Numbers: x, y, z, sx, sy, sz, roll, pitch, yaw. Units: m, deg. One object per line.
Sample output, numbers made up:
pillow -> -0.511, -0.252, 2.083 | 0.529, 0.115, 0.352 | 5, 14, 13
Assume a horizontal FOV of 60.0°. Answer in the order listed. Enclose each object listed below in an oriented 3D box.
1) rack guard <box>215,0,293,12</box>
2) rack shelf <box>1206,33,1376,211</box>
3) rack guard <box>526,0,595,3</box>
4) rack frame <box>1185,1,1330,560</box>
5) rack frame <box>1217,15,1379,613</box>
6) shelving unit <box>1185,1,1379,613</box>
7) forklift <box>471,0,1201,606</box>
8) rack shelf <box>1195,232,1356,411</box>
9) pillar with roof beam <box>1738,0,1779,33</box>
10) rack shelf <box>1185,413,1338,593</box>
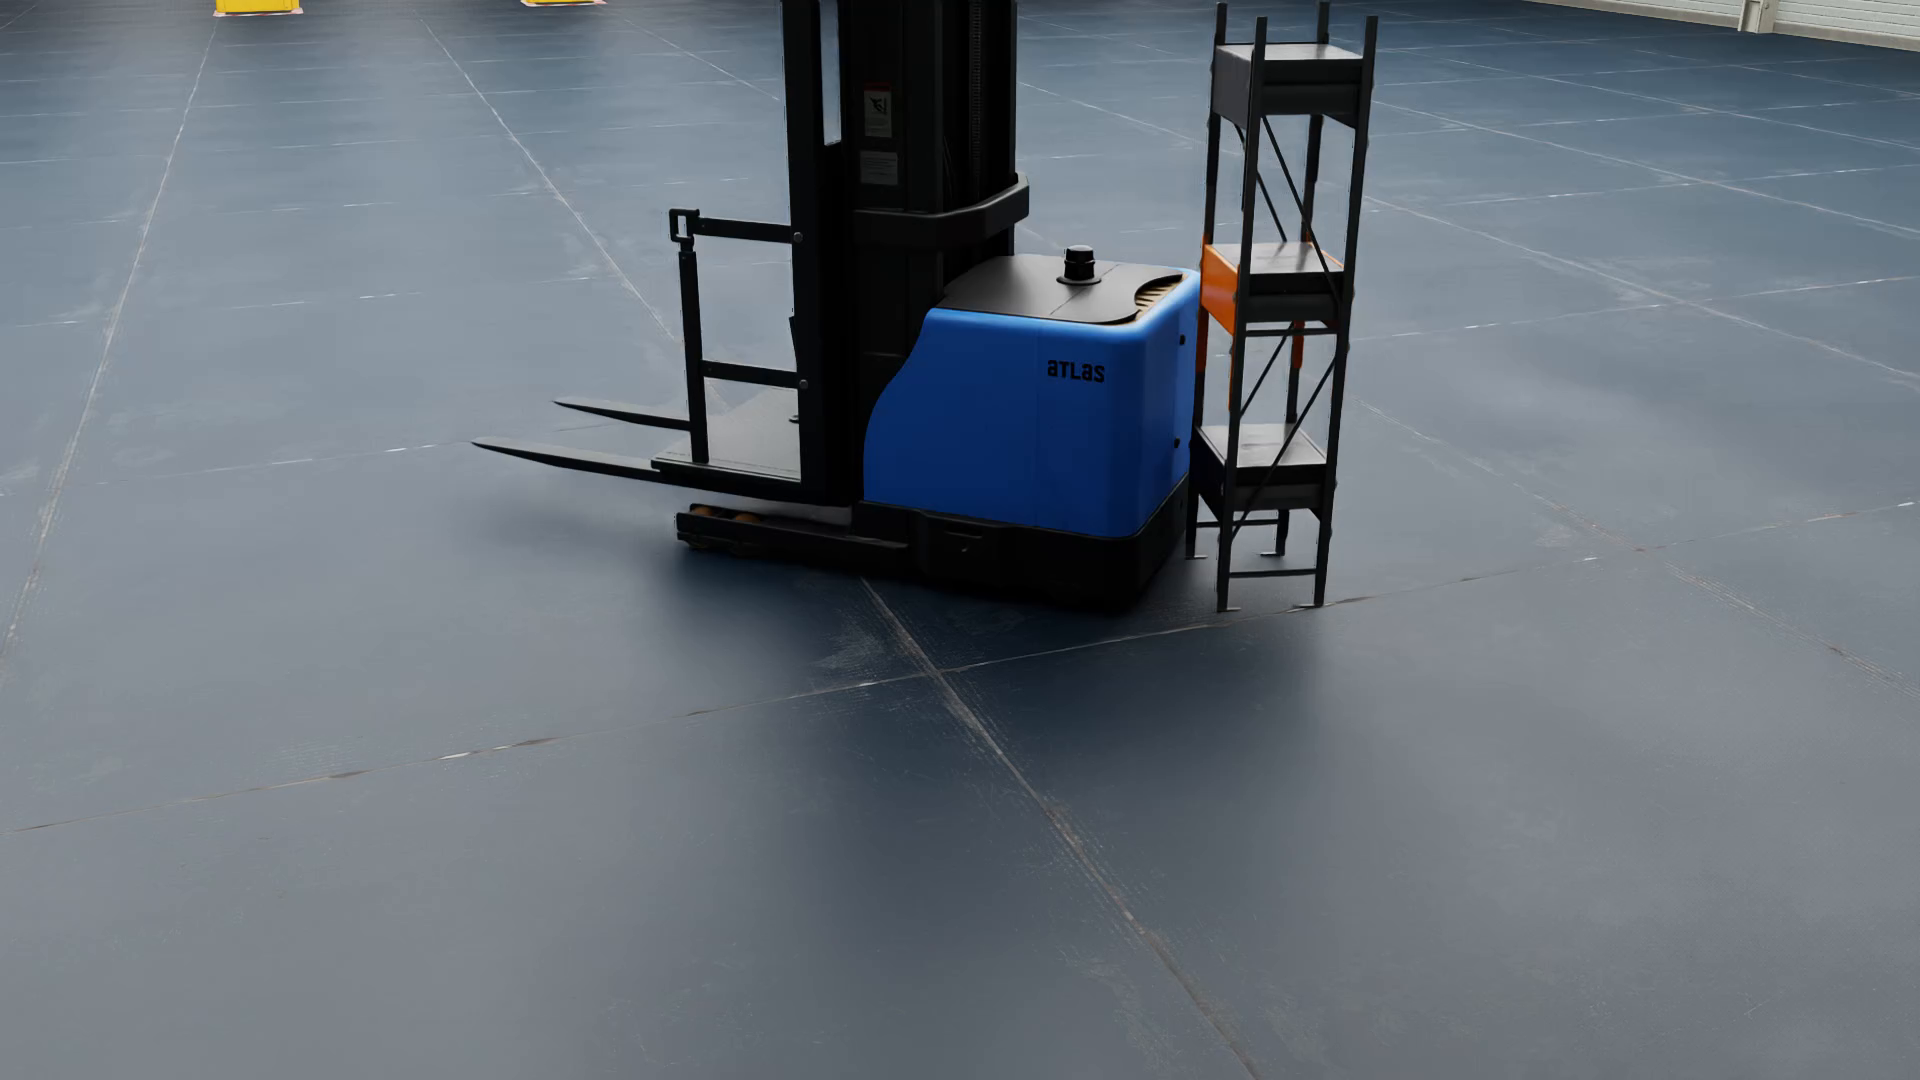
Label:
rack guard -> -11.699, -9.025, 27.520 | 1.175, 0.500, 0.348 | -8, 24, -19
rack shelf -> 1.117, -1.437, 5.690 | 0.431, 0.518, 0.480 | -3, 23, -6
rack guard -> -7.022, -9.712, 29.148 | 1.175, 0.500, 0.348 | -8, 24, -19
rack frame -> 1.088, -0.899, 6.180 | 0.400, 2.100, 0.015 | -3, 23, -6
rack frame -> 1.145, -0.711, 5.733 | 0.400, 2.100, 0.015 | -3, 23, -6
shelving unit -> 1.117, -0.805, 5.956 | 0.431, 2.100, 0.503 | -3, 23, -6
forklift -> -0.588, -1.464, 6.450 | 3.031, 2.935, 1.130 | 9, 25, 21
rack shelf -> 1.117, -0.792, 5.961 | 0.431, 0.518, 0.480 | -3, 23, -6
pillar with roof beam -> 7.728, -11.068, 21.424 | 9.100, 9.000, 0.400 | -8, 24, -19
rack shelf -> 1.117, -0.147, 6.233 | 0.431, 0.518, 0.480 | -3, 23, -6
